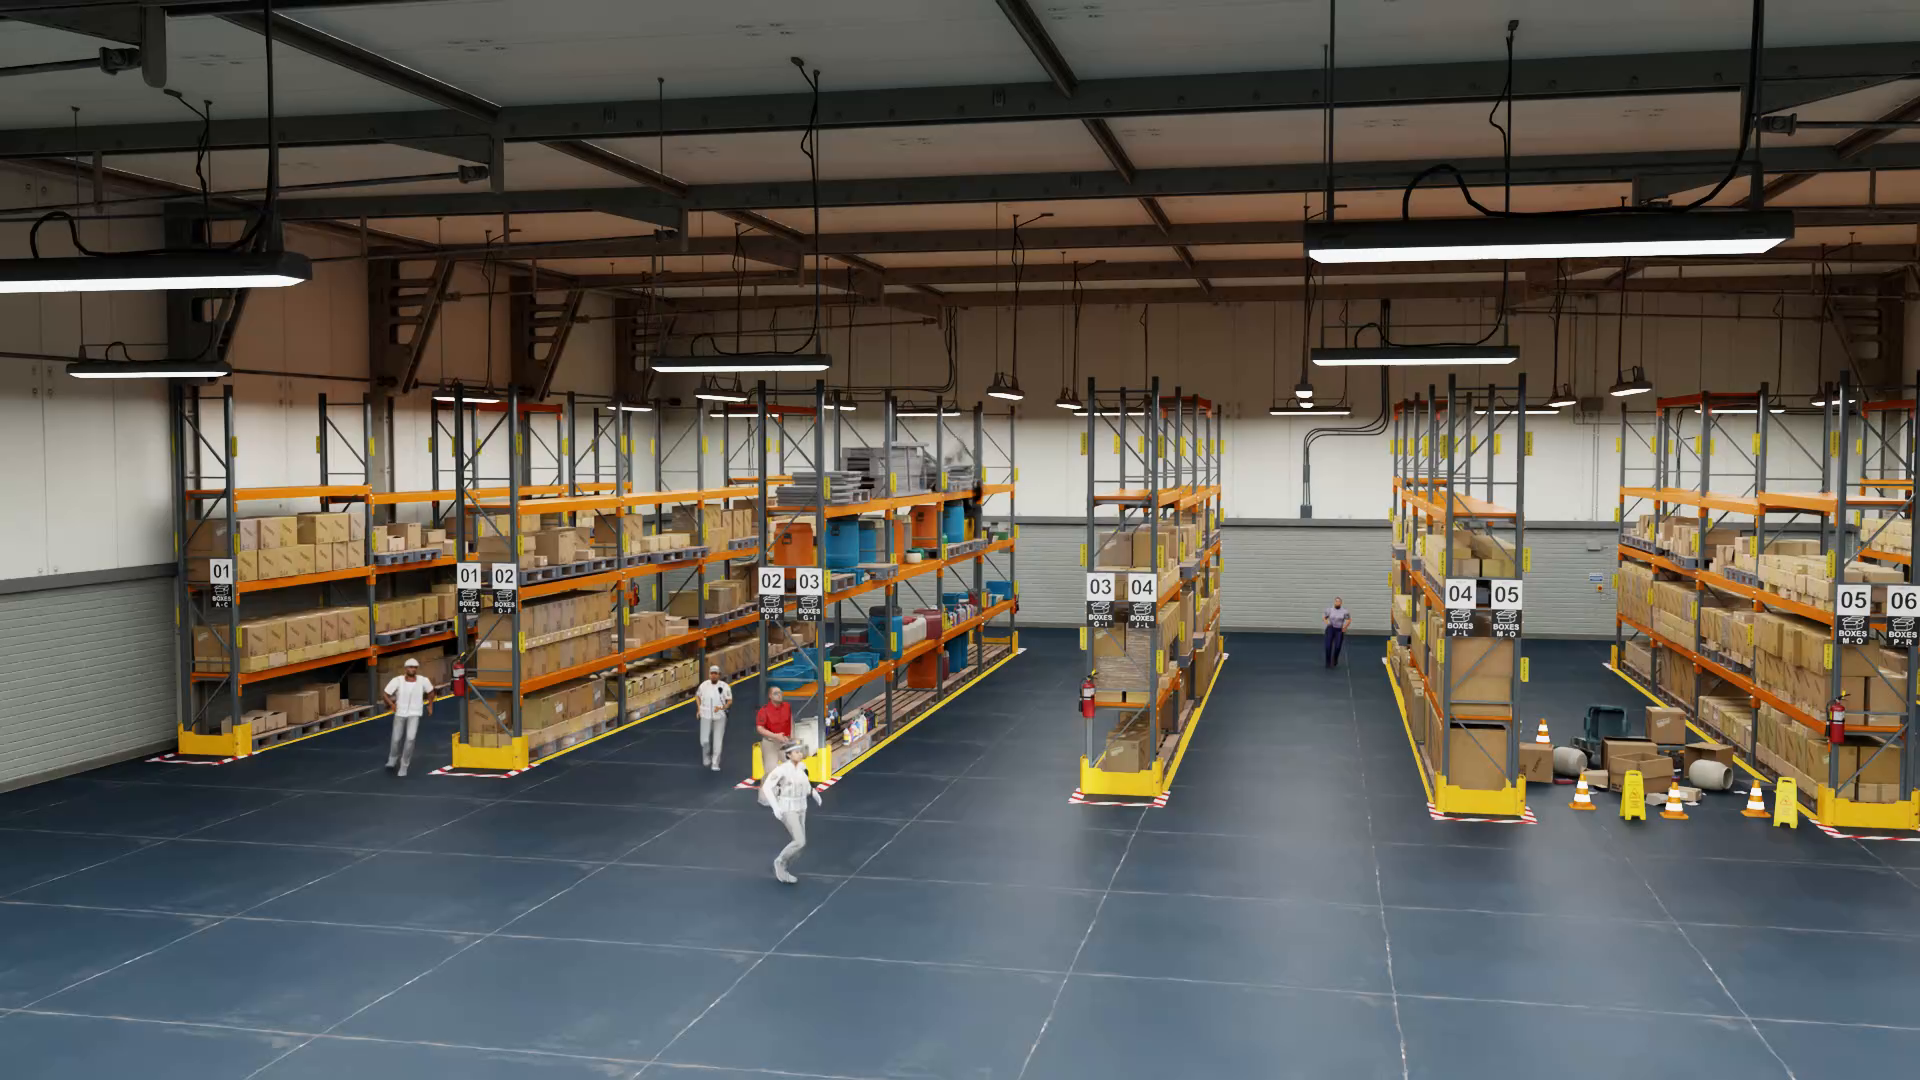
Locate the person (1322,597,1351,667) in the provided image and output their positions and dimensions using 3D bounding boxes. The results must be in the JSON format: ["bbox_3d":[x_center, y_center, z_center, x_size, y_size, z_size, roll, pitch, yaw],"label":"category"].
[{"bbox_3d":[8.525,2.097,37.675,0.635,1.595,0.566,1,3,16],"label":"person"}]

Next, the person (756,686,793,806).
[{"bbox_3d":[-2.513,2.831,23.099,0.691,1.618,0.731,-3,4,-39],"label":"person"}]

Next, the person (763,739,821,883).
[{"bbox_3d":[-1.870,3.101,19.025,0.558,1.662,0.623,2,4,35],"label":"person"}]

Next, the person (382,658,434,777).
[{"bbox_3d":[-8.475,2.710,25.554,0.762,1.793,0.736,-1,3,-17],"label":"person"}]

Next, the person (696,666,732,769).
[{"bbox_3d":[-3.814,2.756,25.677,0.590,1.609,0.547,0,3,-1],"label":"person"}]
